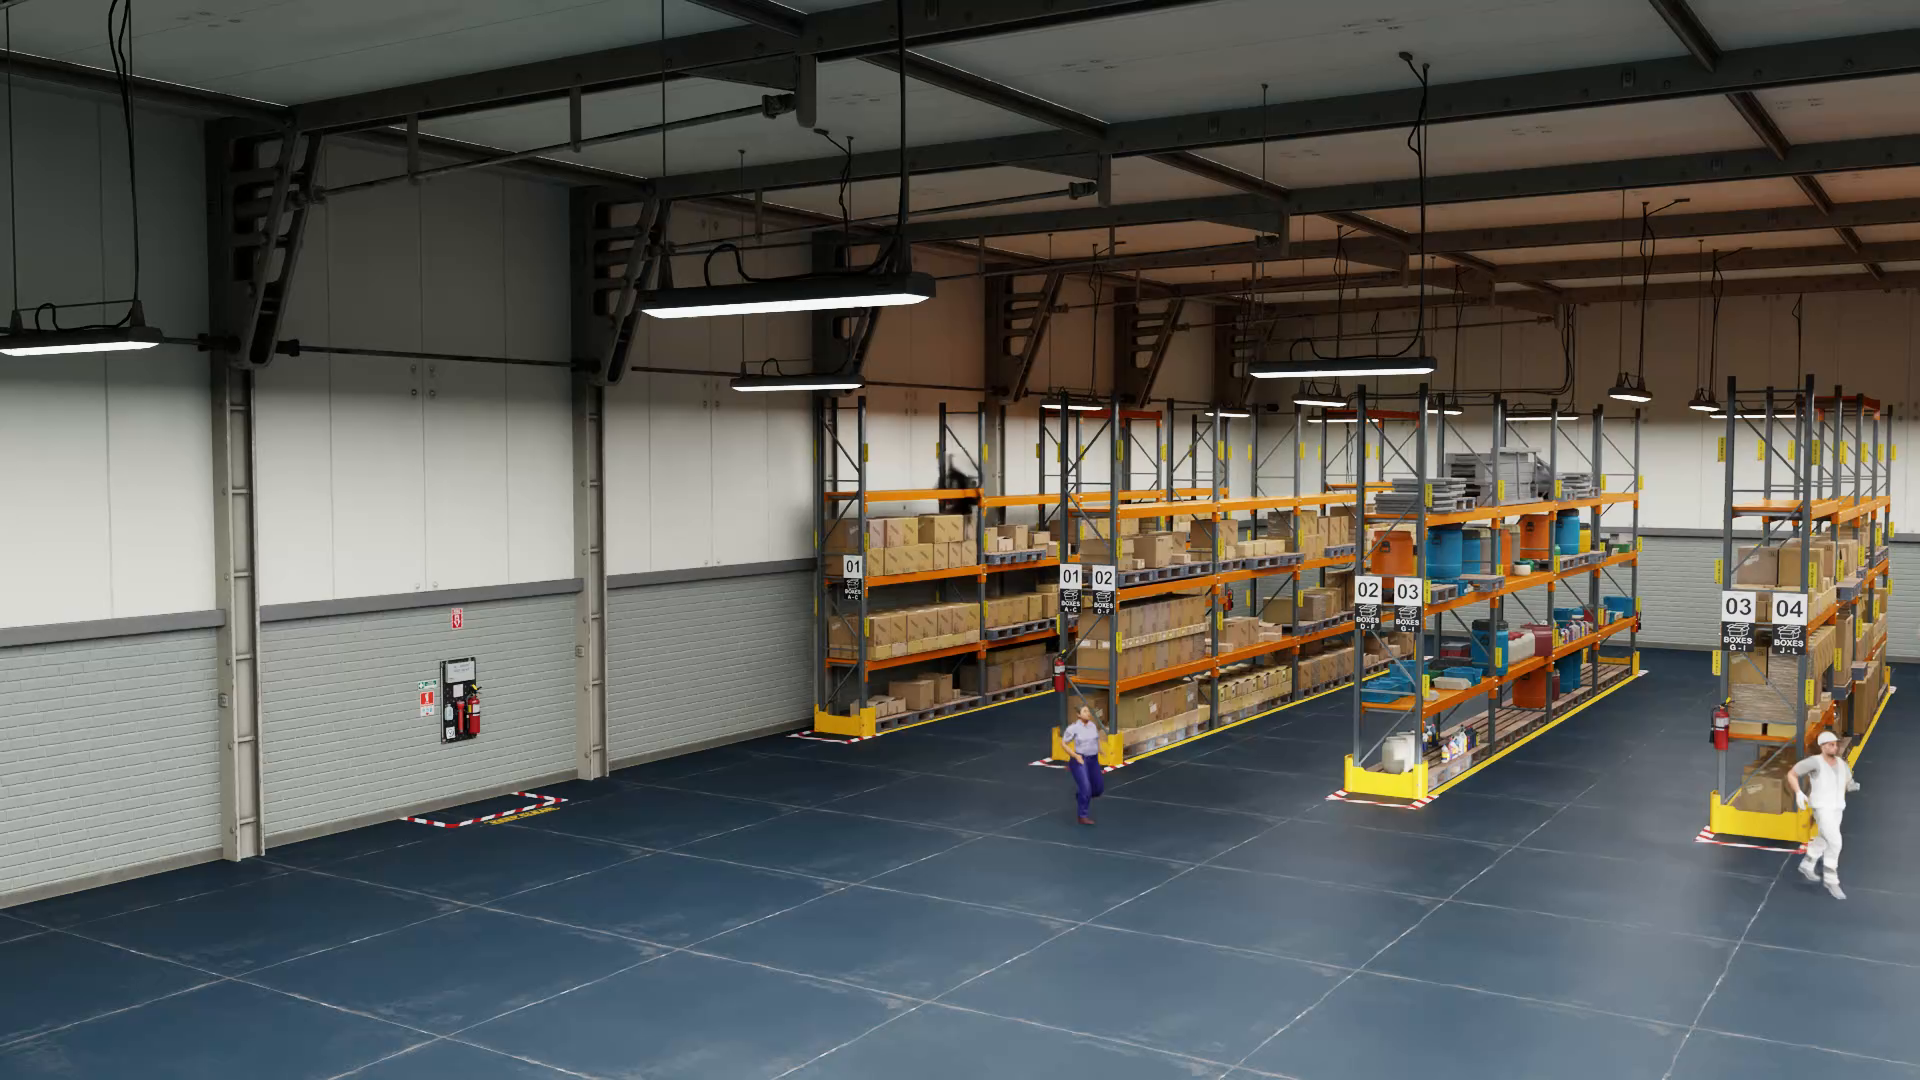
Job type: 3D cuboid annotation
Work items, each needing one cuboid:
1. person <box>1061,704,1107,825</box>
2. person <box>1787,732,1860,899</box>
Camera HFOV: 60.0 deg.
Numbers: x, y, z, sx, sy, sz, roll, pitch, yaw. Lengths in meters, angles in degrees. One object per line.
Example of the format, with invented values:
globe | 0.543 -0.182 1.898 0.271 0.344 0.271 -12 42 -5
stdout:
person | 1.663 3.030 22.545 0.644 1.590 0.565 -2 4 -33
person | 9.868 3.105 18.966 0.650 1.848 0.802 -1 3 -21
